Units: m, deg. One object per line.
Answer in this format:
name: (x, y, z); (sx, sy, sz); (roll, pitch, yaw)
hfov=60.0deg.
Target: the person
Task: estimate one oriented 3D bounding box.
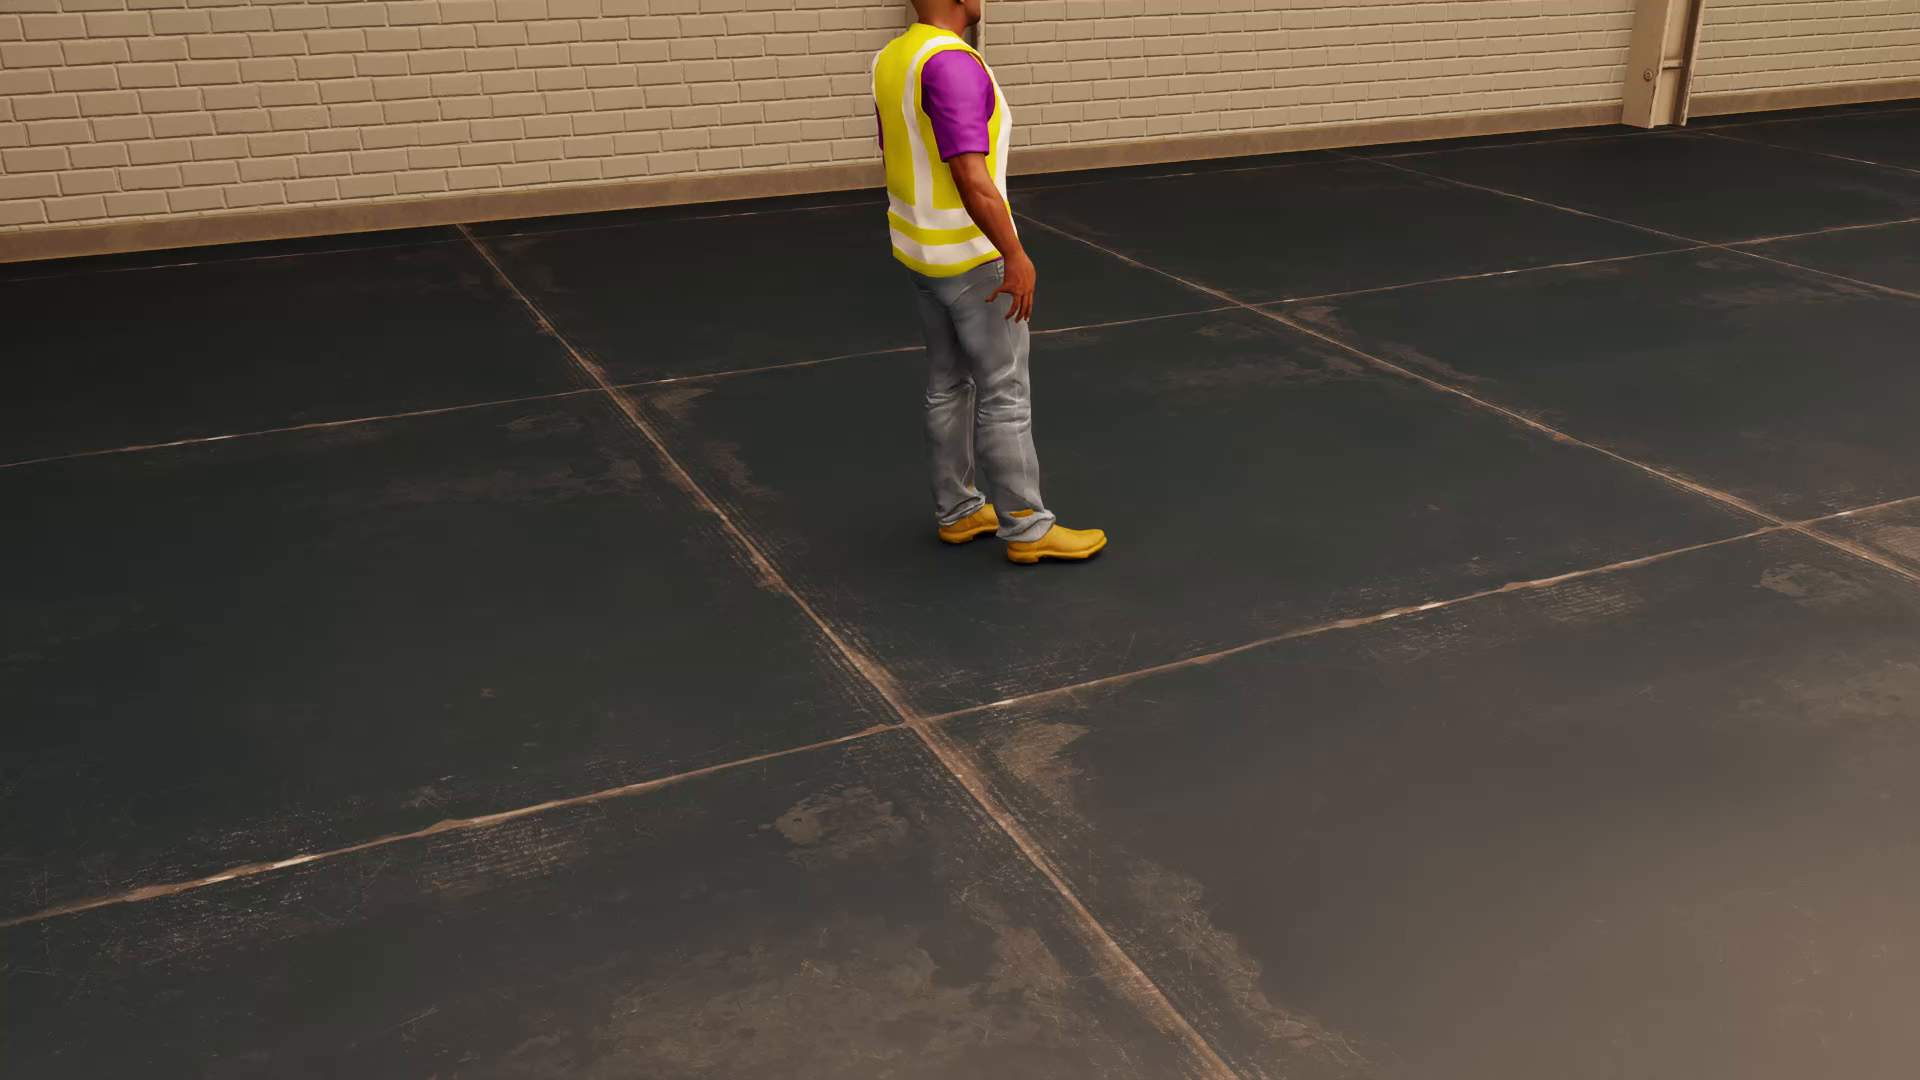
person: (0.066, -0.832, 4.788); (0.575, 1.768, 0.665); (-10, 25, -23)
